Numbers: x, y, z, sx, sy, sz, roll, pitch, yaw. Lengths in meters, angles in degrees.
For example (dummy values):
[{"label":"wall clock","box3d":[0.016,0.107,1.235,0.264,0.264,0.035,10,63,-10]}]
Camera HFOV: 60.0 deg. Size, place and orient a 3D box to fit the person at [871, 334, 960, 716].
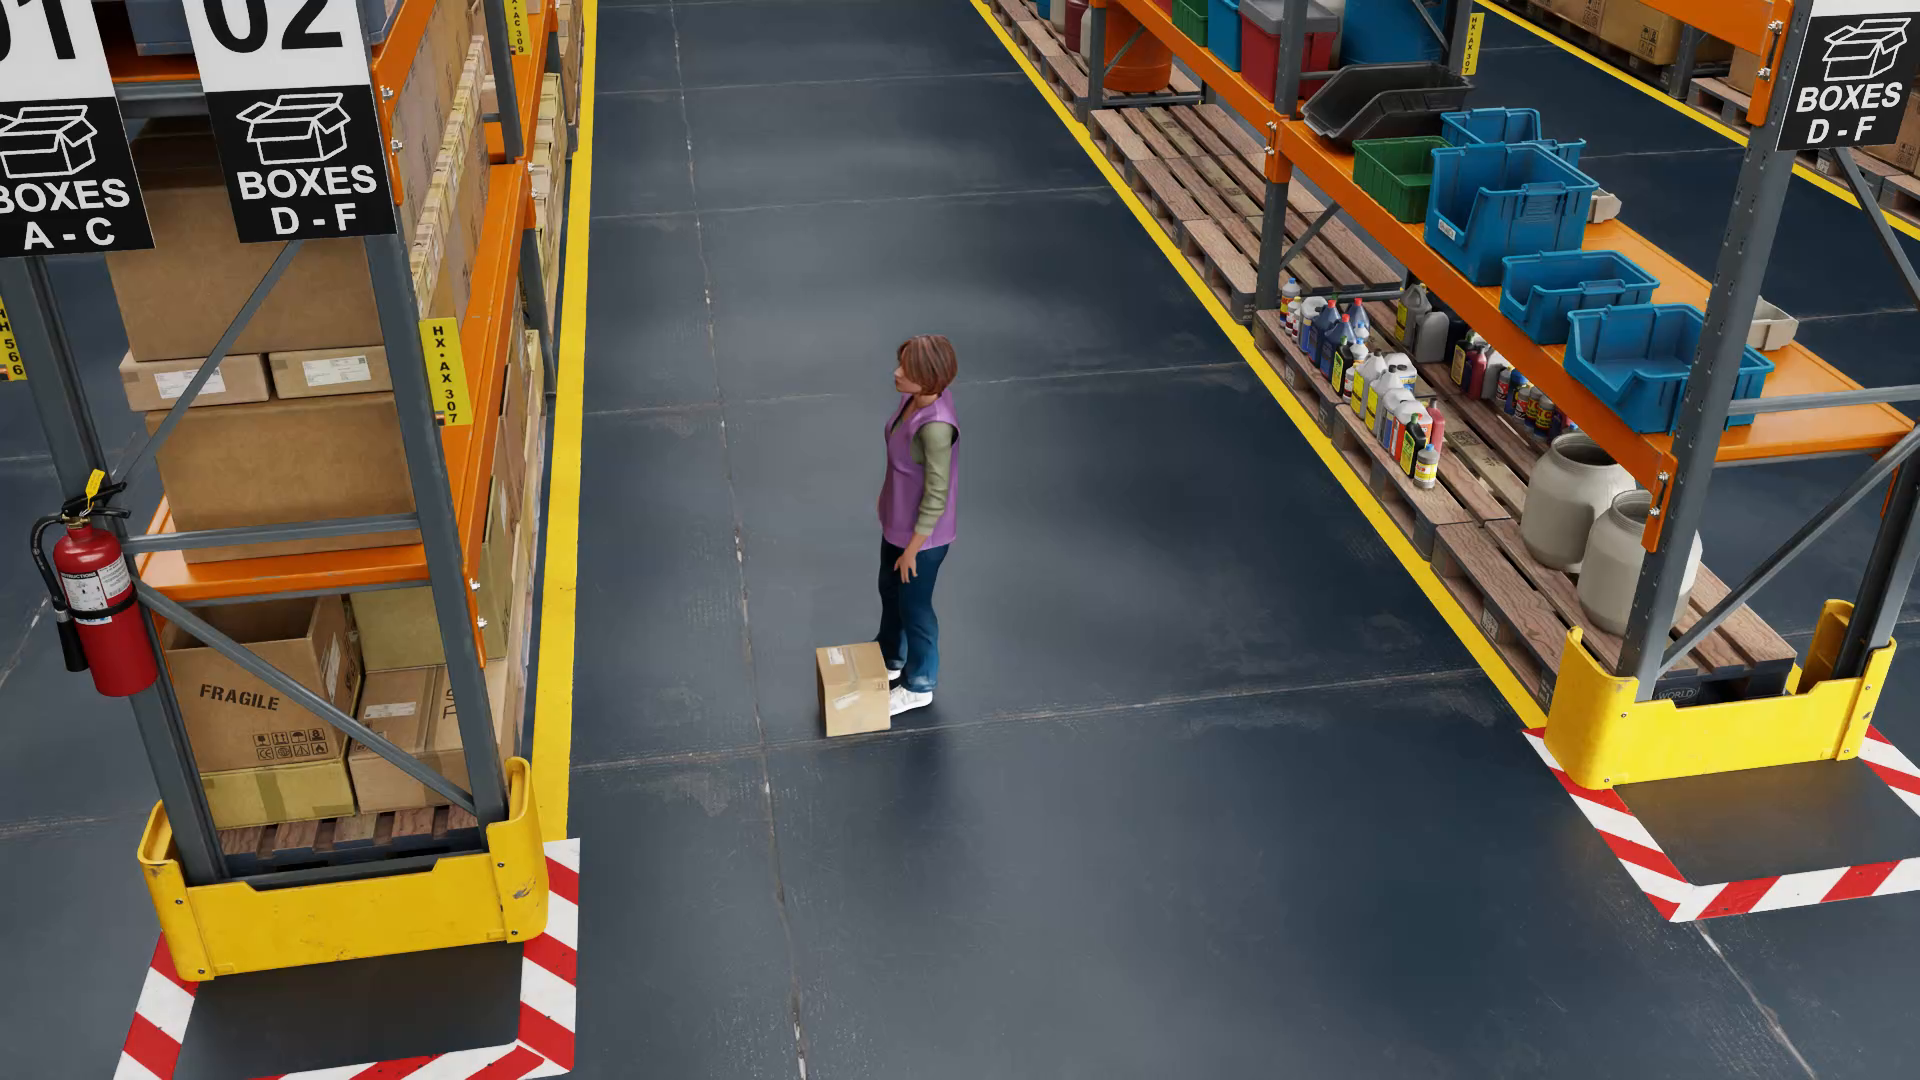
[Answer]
[{"label":"person","box3d":[-0.242,-0.038,6.189,0.474,1.597,0.518,-5,32,-9]}]
